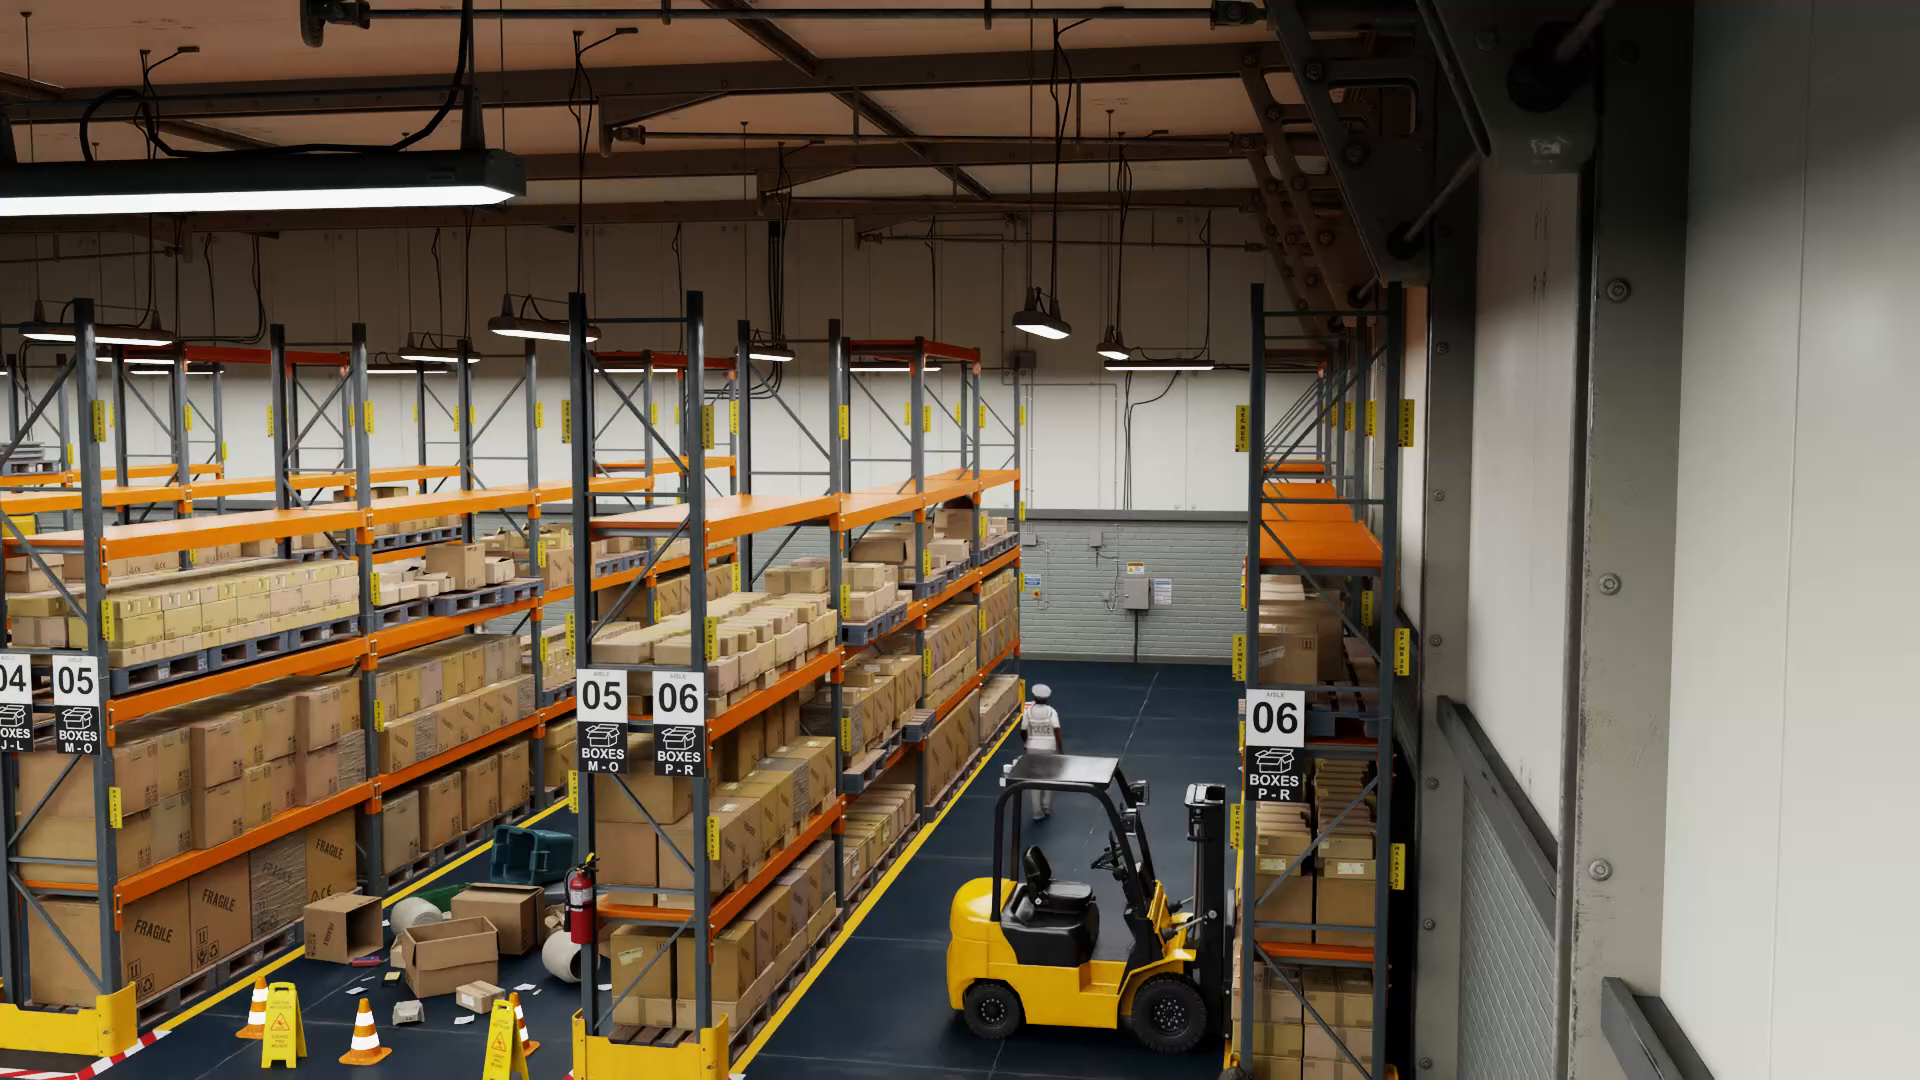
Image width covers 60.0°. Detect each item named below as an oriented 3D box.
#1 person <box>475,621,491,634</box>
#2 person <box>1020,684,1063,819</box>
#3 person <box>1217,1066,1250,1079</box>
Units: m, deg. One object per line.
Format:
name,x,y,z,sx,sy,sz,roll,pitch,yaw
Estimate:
person,-7.890,2.057,27.632,0.500,1.758,0.612,0,5,-6
person,1.027,2.687,20.945,0.562,1.730,0.727,1,5,9
person,1.467,3.622,8.880,0.407,1.684,0.501,1,5,7
